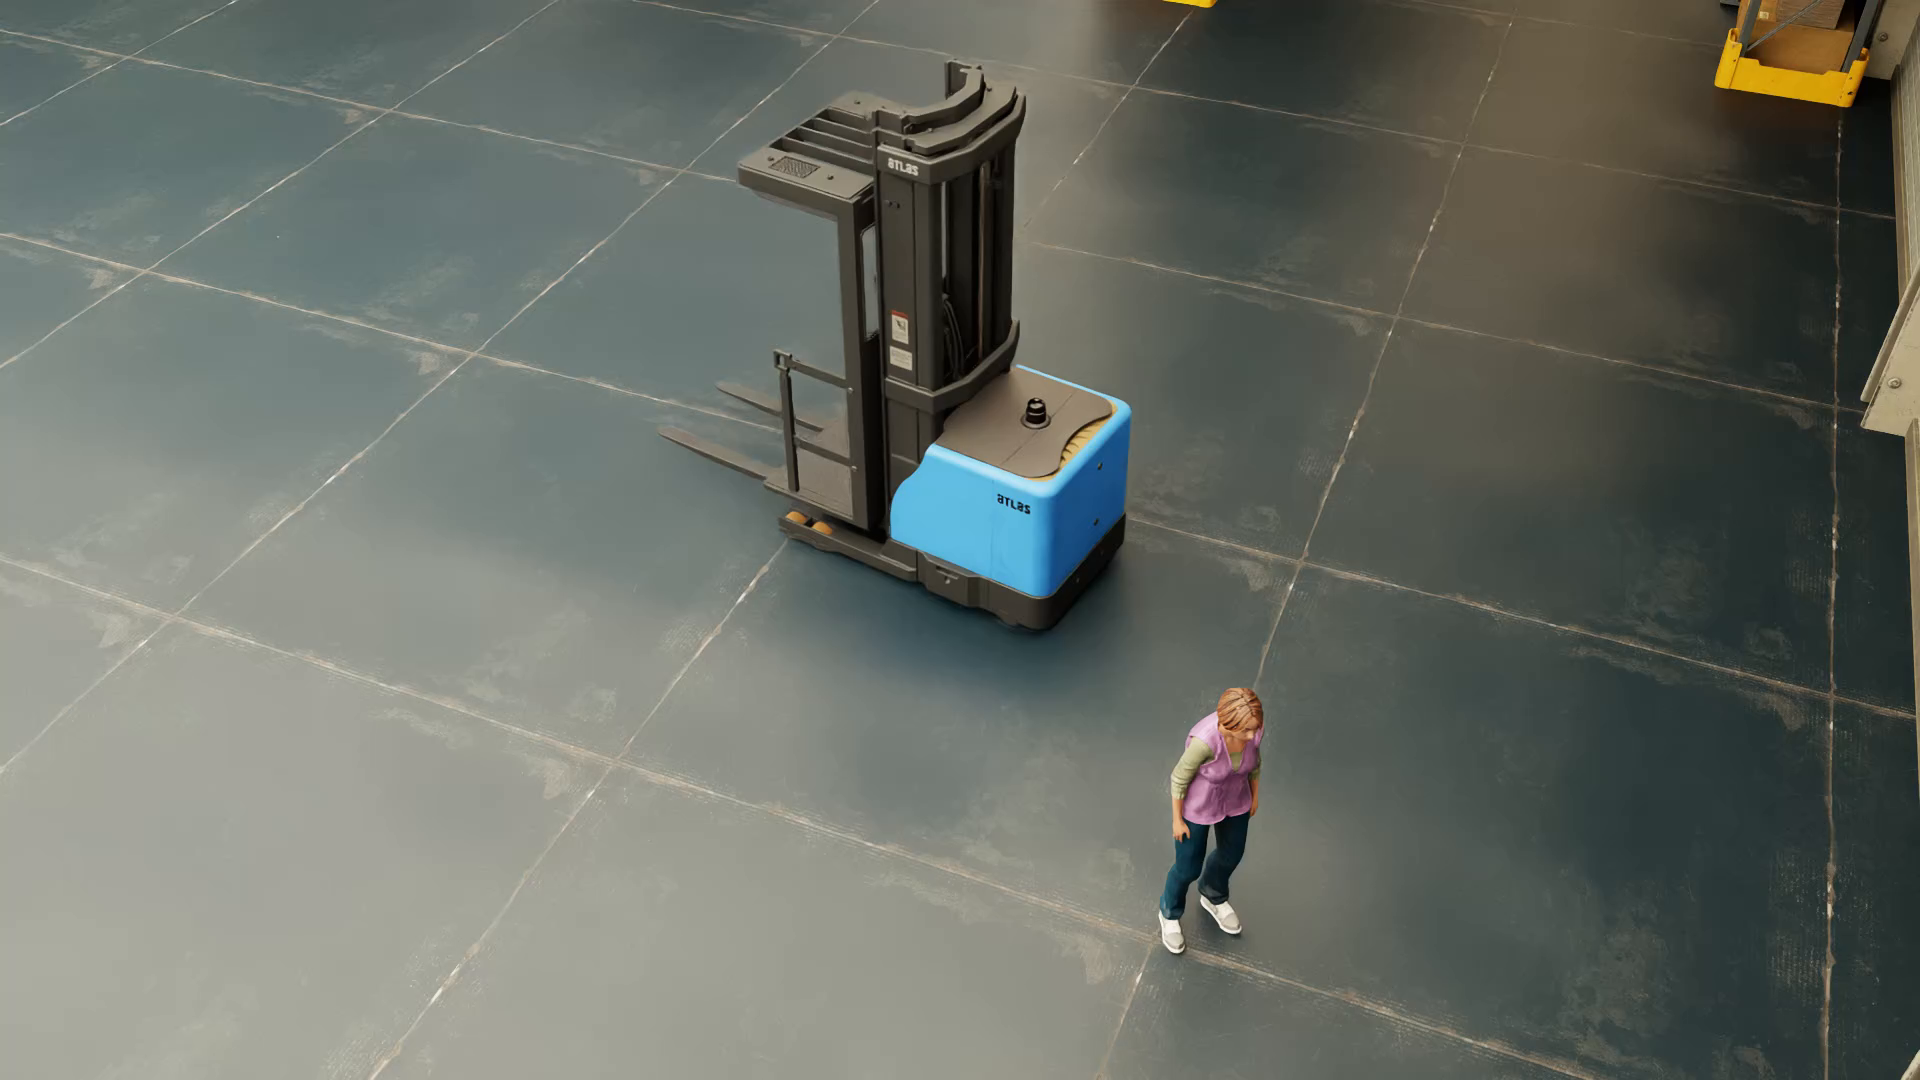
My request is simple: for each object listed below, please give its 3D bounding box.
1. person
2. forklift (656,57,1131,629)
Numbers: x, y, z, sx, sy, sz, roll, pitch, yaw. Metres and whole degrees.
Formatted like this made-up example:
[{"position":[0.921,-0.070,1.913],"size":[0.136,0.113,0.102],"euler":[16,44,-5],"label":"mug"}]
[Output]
[{"position":[1.162,1.227,7.584],"size":[0.465,1.592,0.348],"euler":[-15,42,-17],"label":"person"},{"position":[-0.519,-1.330,9.595],"size":[3.031,2.935,1.130],"euler":[22,45,24],"label":"forklift"}]
